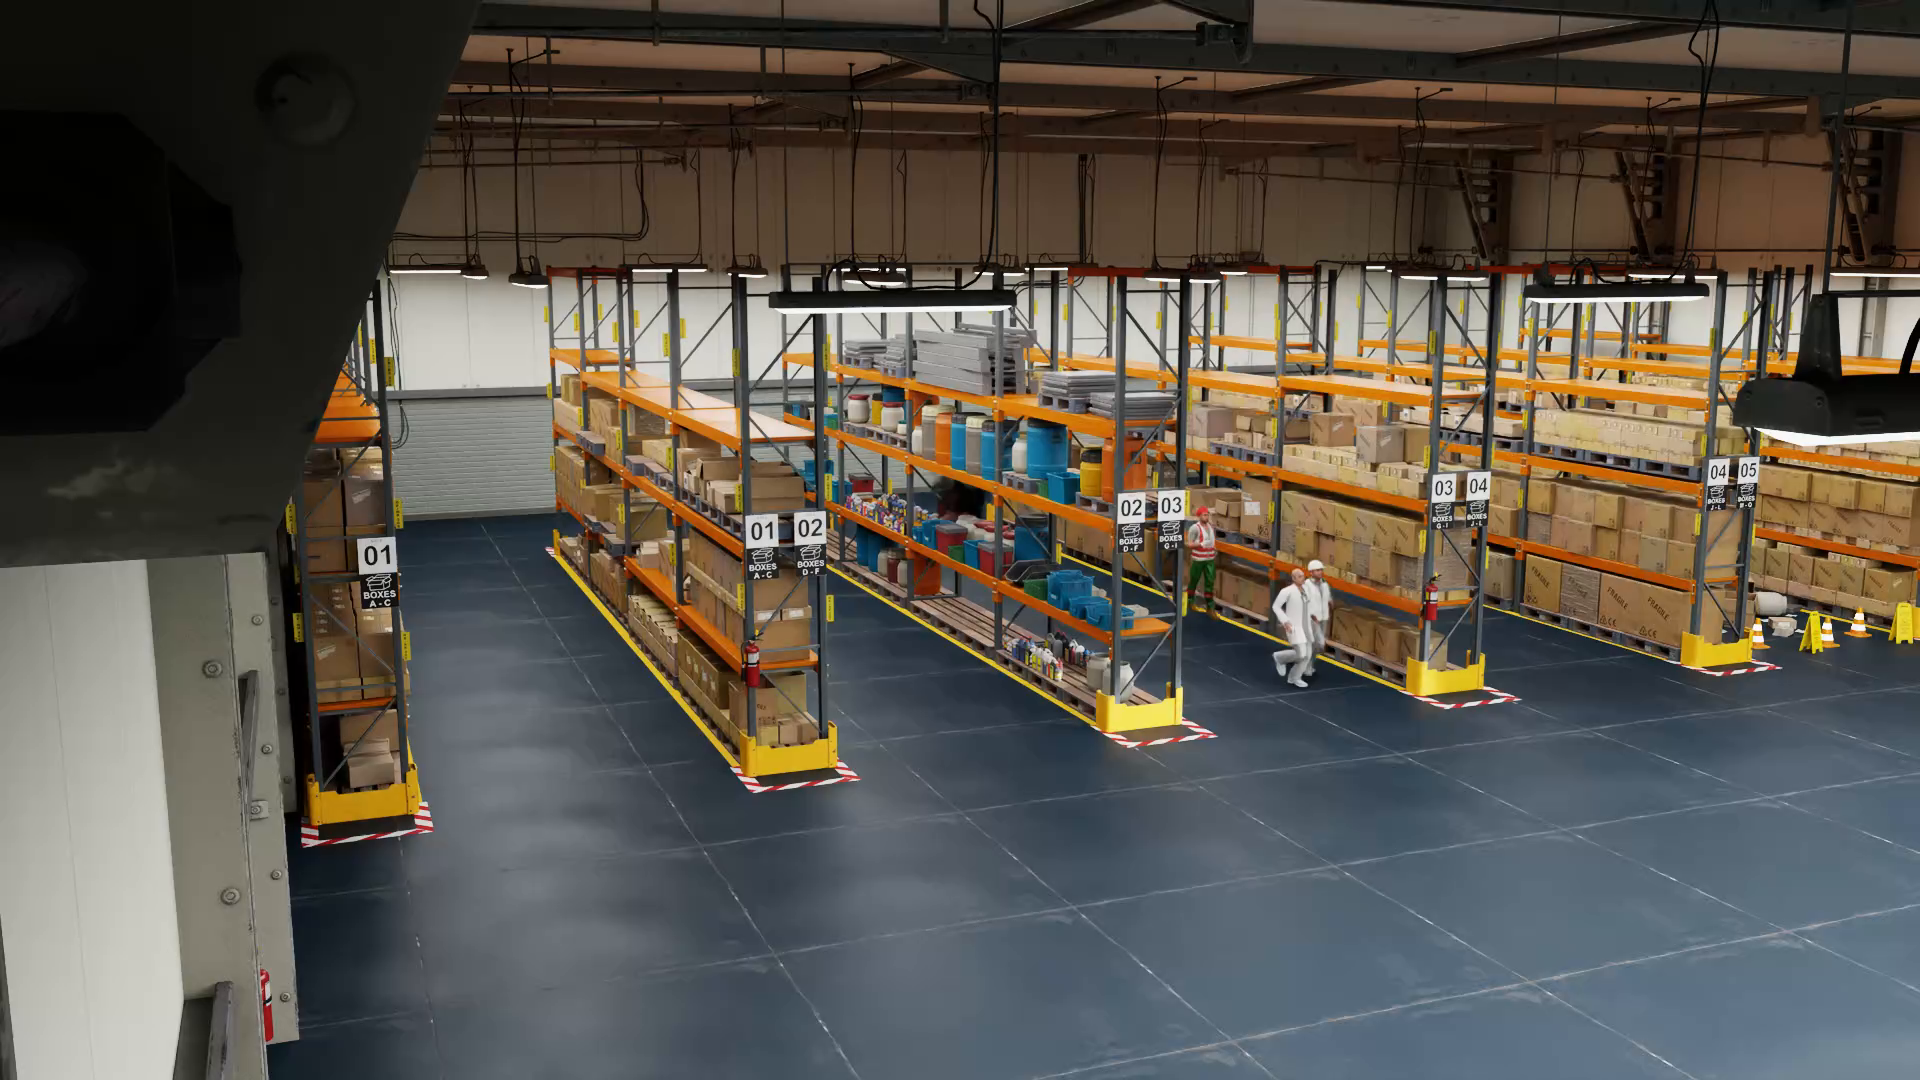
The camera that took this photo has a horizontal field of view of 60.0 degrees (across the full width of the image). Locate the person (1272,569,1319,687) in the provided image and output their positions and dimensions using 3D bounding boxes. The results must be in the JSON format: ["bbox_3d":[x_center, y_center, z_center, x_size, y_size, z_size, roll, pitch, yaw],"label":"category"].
[{"bbox_3d":[4.928,1.278,24.358,0.710,1.733,0.637,-7,12,-33],"label":"person"}]

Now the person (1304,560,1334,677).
[{"bbox_3d":[5.305,1.175,24.803,0.630,1.753,0.678,-6,12,-30],"label":"person"}]

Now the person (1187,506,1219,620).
[{"bbox_3d":[4.041,0.368,27.638,0.632,1.864,0.732,-5,11,-25],"label":"person"}]

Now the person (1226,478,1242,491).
[{"bbox_3d":[6.955,-1.745,42.149,0.734,1.575,0.536,-5,11,-28],"label":"person"}]
